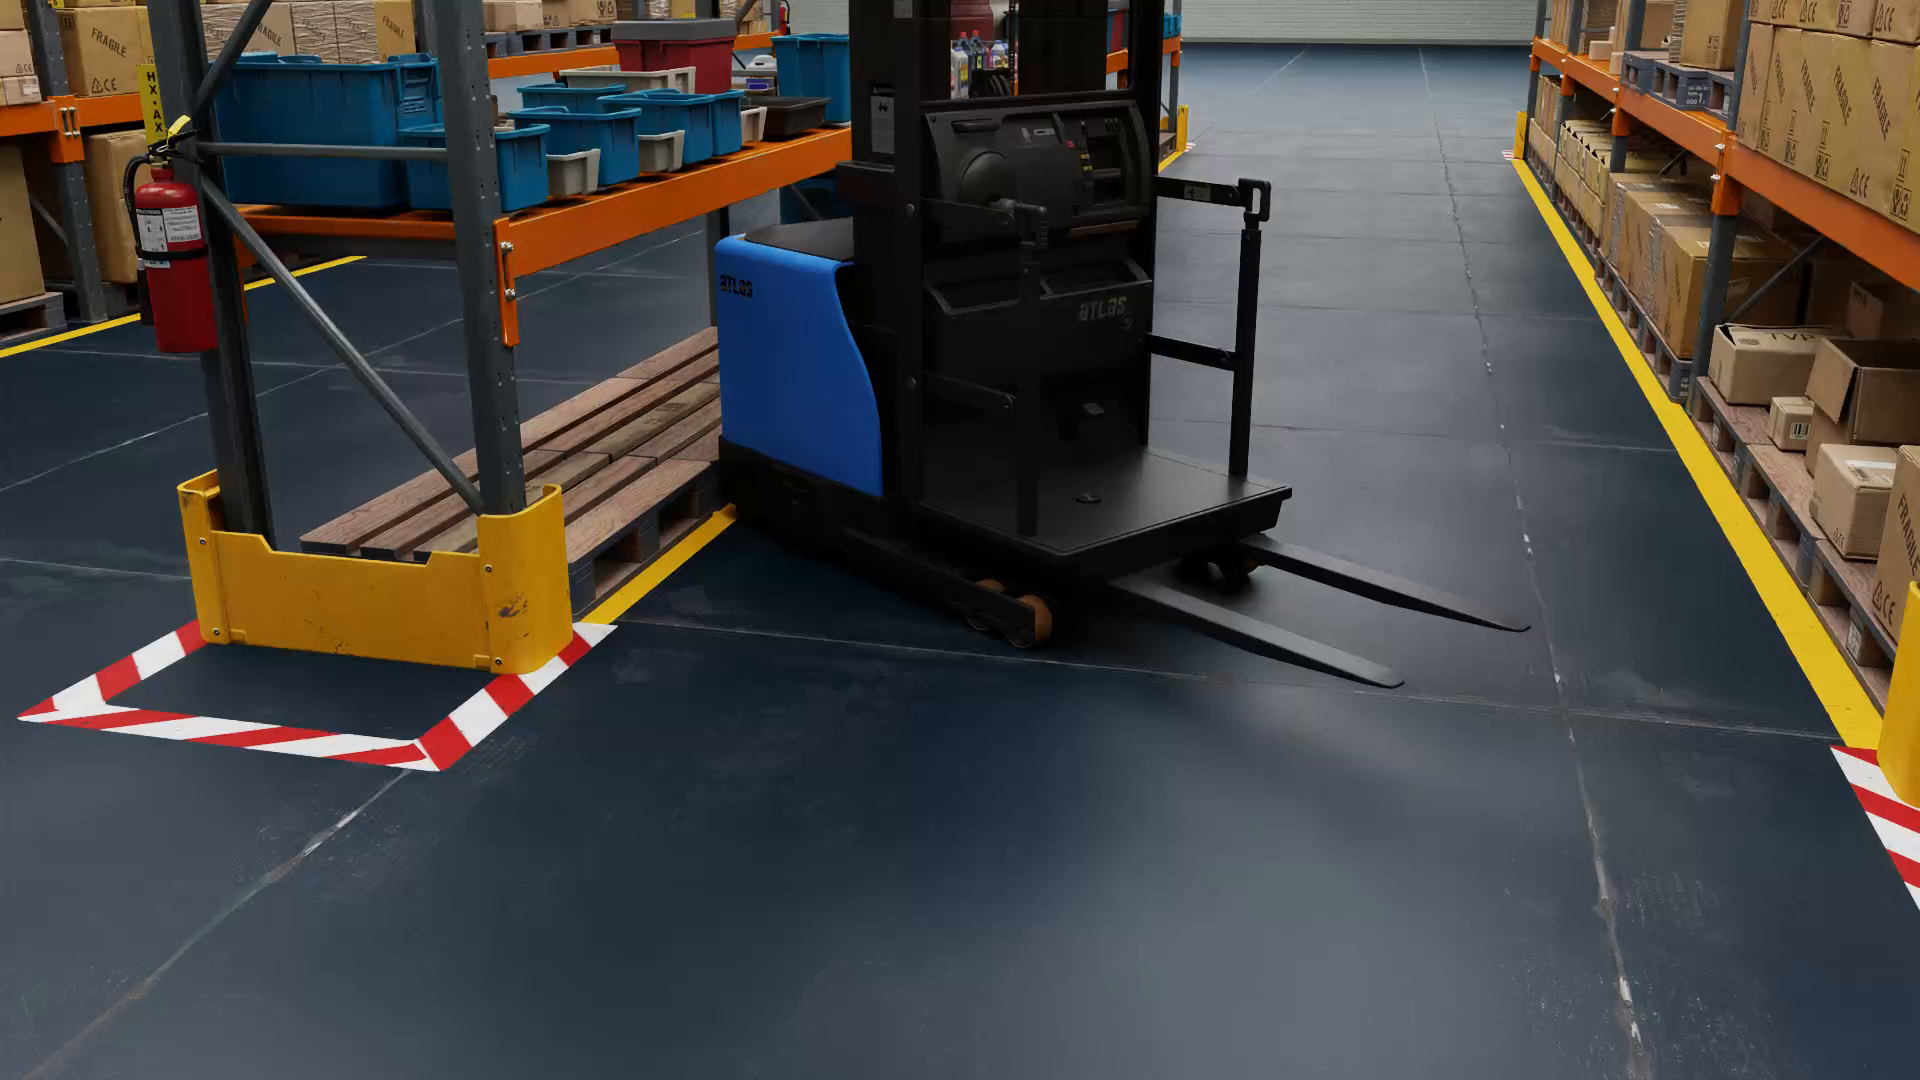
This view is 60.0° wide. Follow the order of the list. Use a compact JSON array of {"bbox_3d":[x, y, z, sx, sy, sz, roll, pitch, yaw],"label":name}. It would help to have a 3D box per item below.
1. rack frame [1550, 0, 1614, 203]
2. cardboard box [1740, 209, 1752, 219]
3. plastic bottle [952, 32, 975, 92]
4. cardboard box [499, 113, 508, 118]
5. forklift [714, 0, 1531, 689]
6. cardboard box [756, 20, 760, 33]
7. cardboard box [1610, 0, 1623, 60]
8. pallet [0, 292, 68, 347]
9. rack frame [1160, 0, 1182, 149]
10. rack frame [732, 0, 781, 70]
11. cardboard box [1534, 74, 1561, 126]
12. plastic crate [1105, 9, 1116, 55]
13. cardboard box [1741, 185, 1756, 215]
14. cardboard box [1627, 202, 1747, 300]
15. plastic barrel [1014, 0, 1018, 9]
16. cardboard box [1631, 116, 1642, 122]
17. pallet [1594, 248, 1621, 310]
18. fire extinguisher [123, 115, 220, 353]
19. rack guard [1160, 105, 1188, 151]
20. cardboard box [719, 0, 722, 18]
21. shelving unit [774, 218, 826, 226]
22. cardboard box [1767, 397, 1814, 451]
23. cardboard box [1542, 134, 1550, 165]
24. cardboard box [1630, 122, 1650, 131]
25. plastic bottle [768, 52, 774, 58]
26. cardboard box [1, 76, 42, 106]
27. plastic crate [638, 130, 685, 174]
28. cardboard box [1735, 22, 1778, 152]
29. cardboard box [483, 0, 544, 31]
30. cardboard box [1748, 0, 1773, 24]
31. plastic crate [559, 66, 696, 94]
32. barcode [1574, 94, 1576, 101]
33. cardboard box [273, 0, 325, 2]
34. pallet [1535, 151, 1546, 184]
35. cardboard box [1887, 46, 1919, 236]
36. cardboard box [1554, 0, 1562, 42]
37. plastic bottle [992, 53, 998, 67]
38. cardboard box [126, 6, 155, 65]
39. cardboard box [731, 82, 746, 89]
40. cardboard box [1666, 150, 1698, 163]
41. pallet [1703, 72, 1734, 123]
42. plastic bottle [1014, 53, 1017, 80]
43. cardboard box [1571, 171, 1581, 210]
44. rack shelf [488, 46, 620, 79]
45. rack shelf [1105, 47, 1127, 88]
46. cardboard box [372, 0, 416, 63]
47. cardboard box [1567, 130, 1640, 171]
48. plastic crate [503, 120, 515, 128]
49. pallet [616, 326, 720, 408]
[{"bbox_3d":[5.910,-4.486,14.680,1.000,3.000,0.127,5,19,13],"label":"rack frame"},{"bbox_3d":[4.683,-1.619,9.472,0.500,0.500,0.500,4,19,11],"label":"cardboard box"},{"bbox_3d":[0.009,-2.936,10.219,0.144,0.351,0.185,5,19,13],"label":"plastic bottle"},{"bbox_3d":[-4.137,-3.781,15.802,0.700,0.500,0.500,3,19,9],"label":"cardboard box"},{"bbox_3d":[0.408,-1.232,5.259,1.130,2.935,3.031,-15,24,-38],"label":"forklift"},{"bbox_3d":[-2.649,-6.220,20.147,0.380,0.149,0.250,5,19,13],"label":"cardboard box"},{"bbox_3d":[5.578,-4.129,13.480,0.500,0.500,0.500,6,20,17],"label":"cardboard box"},{"bbox_3d":[-5.911,-1.210,9.404,1.003,0.211,1.213,5,19,13],"label":"pallet"},{"bbox_3d":[2.085,-6.132,19.500,1.000,3.000,0.127,5,19,13],"label":"rack frame"},{"bbox_3d":[-2.718,-6.523,20.645,1.000,3.000,0.127,5,19,13],"label":"rack frame"},{"bbox_3d":[6.420,-4.685,17.706,0.500,0.500,0.500,5,19,13],"label":"cardboard box"},{"bbox_3d":[1.140,-4.500,14.747,0.392,0.384,0.575,5,19,13],"label":"plastic crate"},{"bbox_3d":[4.676,-1.962,9.317,0.500,0.250,0.500,4,19,12],"label":"cardboard box"},{"bbox_3d":[4.172,-1.652,9.570,0.500,0.500,0.500,4,19,12],"label":"cardboard box"},{"bbox_3d":[0.376,-4.294,13.910,0.433,0.535,0.433,0,19,0],"label":"plastic barrel"},{"bbox_3d":[6.327,-3.859,15.289,0.500,0.500,0.500,5,19,13],"label":"cardboard box"},{"bbox_3d":[4.714,-1.682,10.784,1.003,0.211,1.213,5,19,13],"label":"pallet"},{"bbox_3d":[-2.302,-0.893,4.857,0.296,0.674,0.183,5,19,13],"label":"fire extinguisher"},{"bbox_3d":[2.112,-4.922,19.823,1.175,0.500,0.348,5,19,13],"label":"rack guard"},{"bbox_3d":[-3.182,-6.066,18.691,0.875,0.500,0.500,5,19,13],"label":"cardboard box"},{"bbox_3d":[-0.583,-0.766,6.805,0.252,1.050,0.215,-17,25,-40],"label":"shelving unit"},{"bbox_3d":[3.442,-0.459,6.595,0.380,0.166,0.250,5,19,13],"label":"cardboard box"},{"bbox_3d":[6.051,-3.860,16.452,0.500,0.250,0.500,5,19,13],"label":"cardboard box"},{"bbox_3d":[6.089,-3.499,14.528,0.500,0.311,0.500,5,19,13],"label":"cardboard box"},{"bbox_3d":[-1.052,-2.541,9.166,0.061,0.283,0.133,5,19,13],"label":"plastic bottle"},{"bbox_3d":[-5.407,-2.522,9.318,0.380,0.149,0.250,5,19,14],"label":"cardboard box"},{"bbox_3d":[-1.120,-1.379,5.898,0.250,0.136,0.298,5,19,13],"label":"plastic crate"},{"bbox_3d":[3.567,-1.888,6.918,0.500,0.500,0.500,5,20,15],"label":"cardboard box"},{"bbox_3d":[-4.040,-4.651,14.745,0.500,0.250,0.500,4,19,12],"label":"cardboard box"},{"bbox_3d":[3.568,-2.373,6.794,0.500,0.500,0.500,5,20,15],"label":"cardboard box"},{"bbox_3d":[-1.399,-1.879,7.139,0.437,0.282,0.530,5,19,13],"label":"plastic crate"},{"bbox_3d":[5.444,-3.918,14.720,0.001,0.075,0.075,5,19,13],"label":"barcode"},{"bbox_3d":[-5.029,-4.106,11.861,0.797,0.503,0.637,5,20,15],"label":"cardboard box"},{"bbox_3d":[6.441,-3.796,16.974,1.003,0.211,1.213,5,19,13],"label":"pallet"},{"bbox_3d":[2.947,-1.097,4.603,0.500,0.500,0.500,5,19,14],"label":"cardboard box"},{"bbox_3d":[6.637,-5.477,17.426,0.700,0.500,0.500,5,20,15],"label":"cardboard box"},{"bbox_3d":[0.200,-3.080,10.871,0.097,0.201,0.097,0,19,0],"label":"plastic bottle"},{"bbox_3d":[-5.173,-3.091,10.443,0.500,0.500,0.500,5,19,13],"label":"cardboard box"},{"bbox_3d":[-2.887,-5.345,20.412,0.500,0.500,0.500,9,21,23],"label":"cardboard box"},{"bbox_3d":[5.466,-2.701,12.192,0.500,0.311,0.500,4,19,12],"label":"cardboard box"},{"bbox_3d":[4.257,-2.129,8.078,1.003,0.211,1.213,5,19,13],"label":"pallet"},{"bbox_3d":[0.343,-3.263,11.407,0.097,0.201,0.097,0,19,0],"label":"plastic bottle"},{"bbox_3d":[5.196,-2.795,13.333,0.500,0.250,0.500,5,19,14],"label":"cardboard box"},{"bbox_3d":[-4.184,-4.302,15.255,1.077,0.370,4.000,5,19,13],"label":"rack shelf"},{"bbox_3d":[0.619,-3.911,14.110,1.077,0.370,4.000,5,19,13],"label":"rack shelf"},{"bbox_3d":[-4.553,-3.889,12.777,0.500,0.500,0.500,5,20,15],"label":"cardboard box"},{"bbox_3d":[5.315,-3.220,13.711,0.500,0.311,0.500,4,19,12],"label":"cardboard box"},{"bbox_3d":[-1.617,-1.564,6.440,0.298,0.136,0.250,5,19,13],"label":"plastic crate"},{"bbox_3d":[-0.989,-0.818,8.255,1.003,0.211,1.213,5,19,13],"label":"pallet"}]
